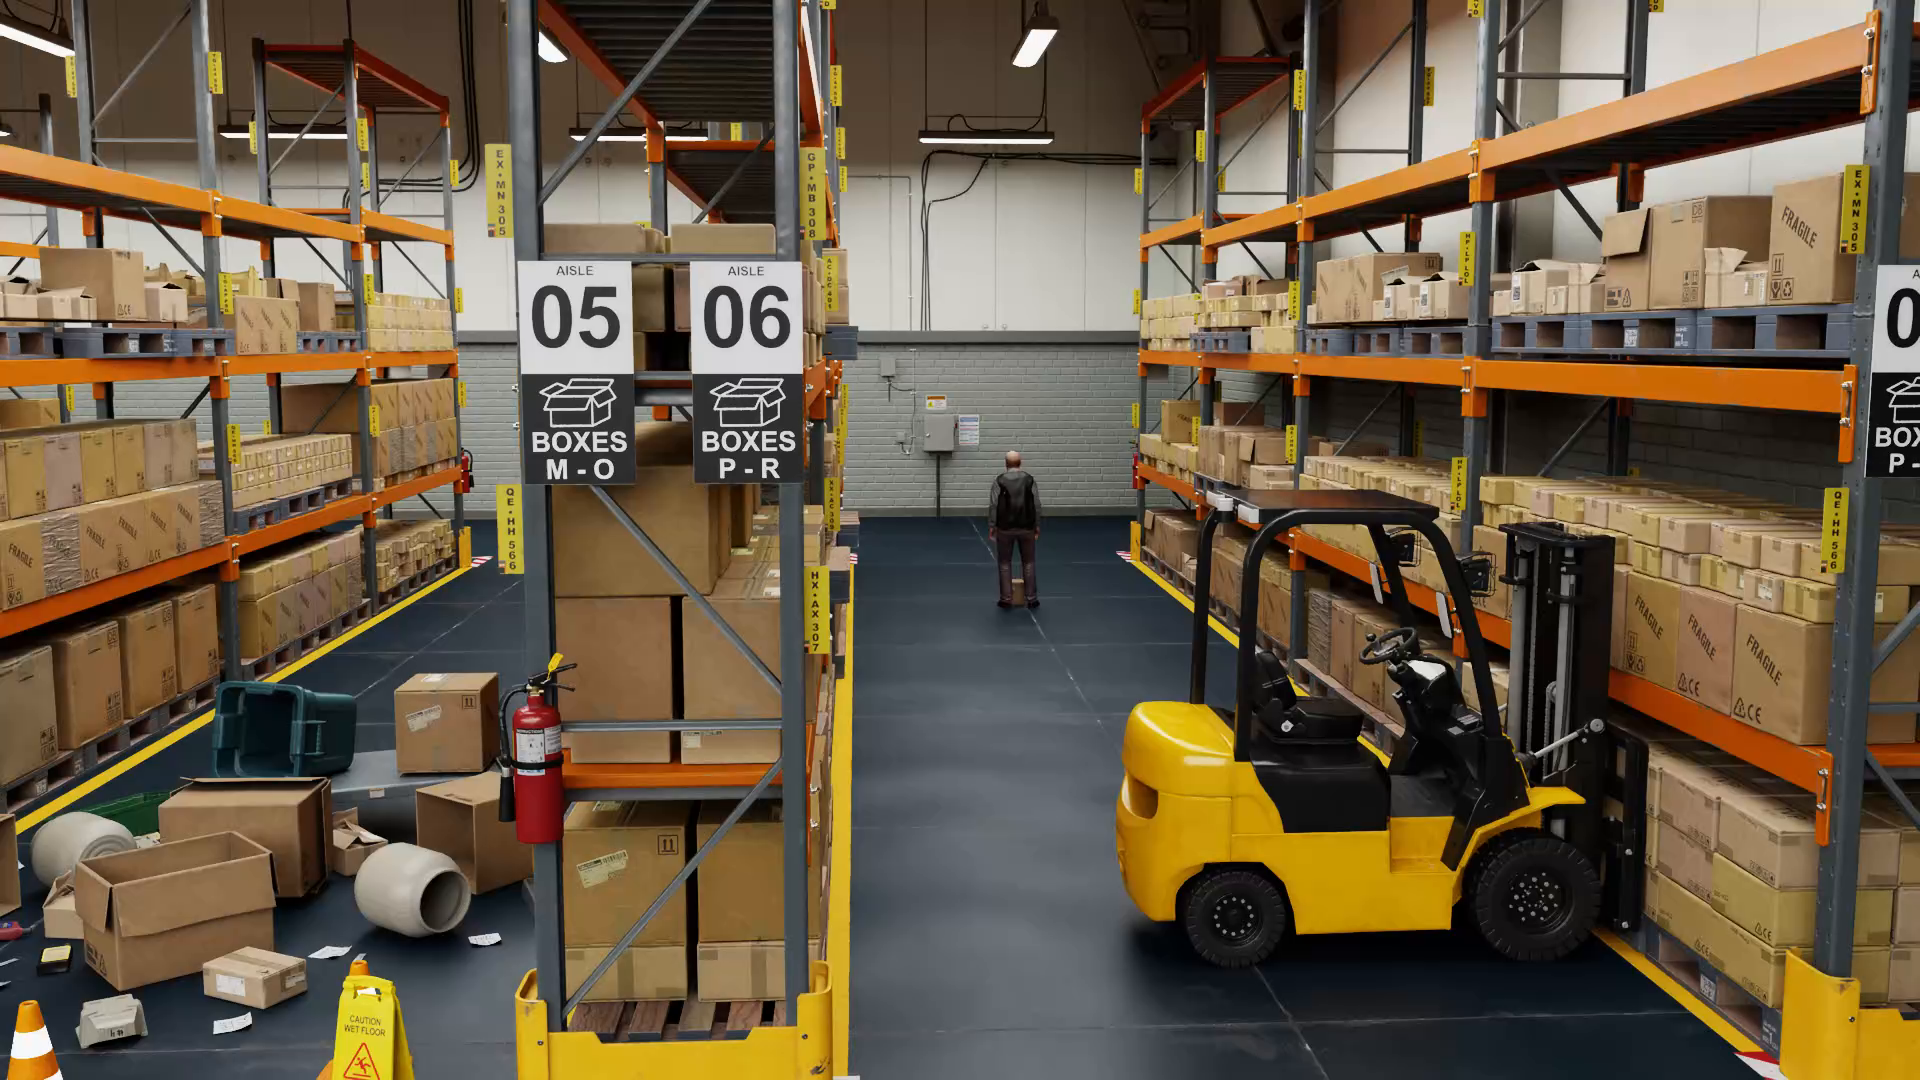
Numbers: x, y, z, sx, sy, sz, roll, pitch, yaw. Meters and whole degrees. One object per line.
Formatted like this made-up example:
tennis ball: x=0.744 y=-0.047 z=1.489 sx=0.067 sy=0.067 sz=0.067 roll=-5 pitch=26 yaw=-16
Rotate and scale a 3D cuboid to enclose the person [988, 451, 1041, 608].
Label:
person: x=0.605 y=-0.117 z=18.322 sx=0.594 sy=1.722 sz=0.369 roll=-1 pitch=7 yaw=-7
